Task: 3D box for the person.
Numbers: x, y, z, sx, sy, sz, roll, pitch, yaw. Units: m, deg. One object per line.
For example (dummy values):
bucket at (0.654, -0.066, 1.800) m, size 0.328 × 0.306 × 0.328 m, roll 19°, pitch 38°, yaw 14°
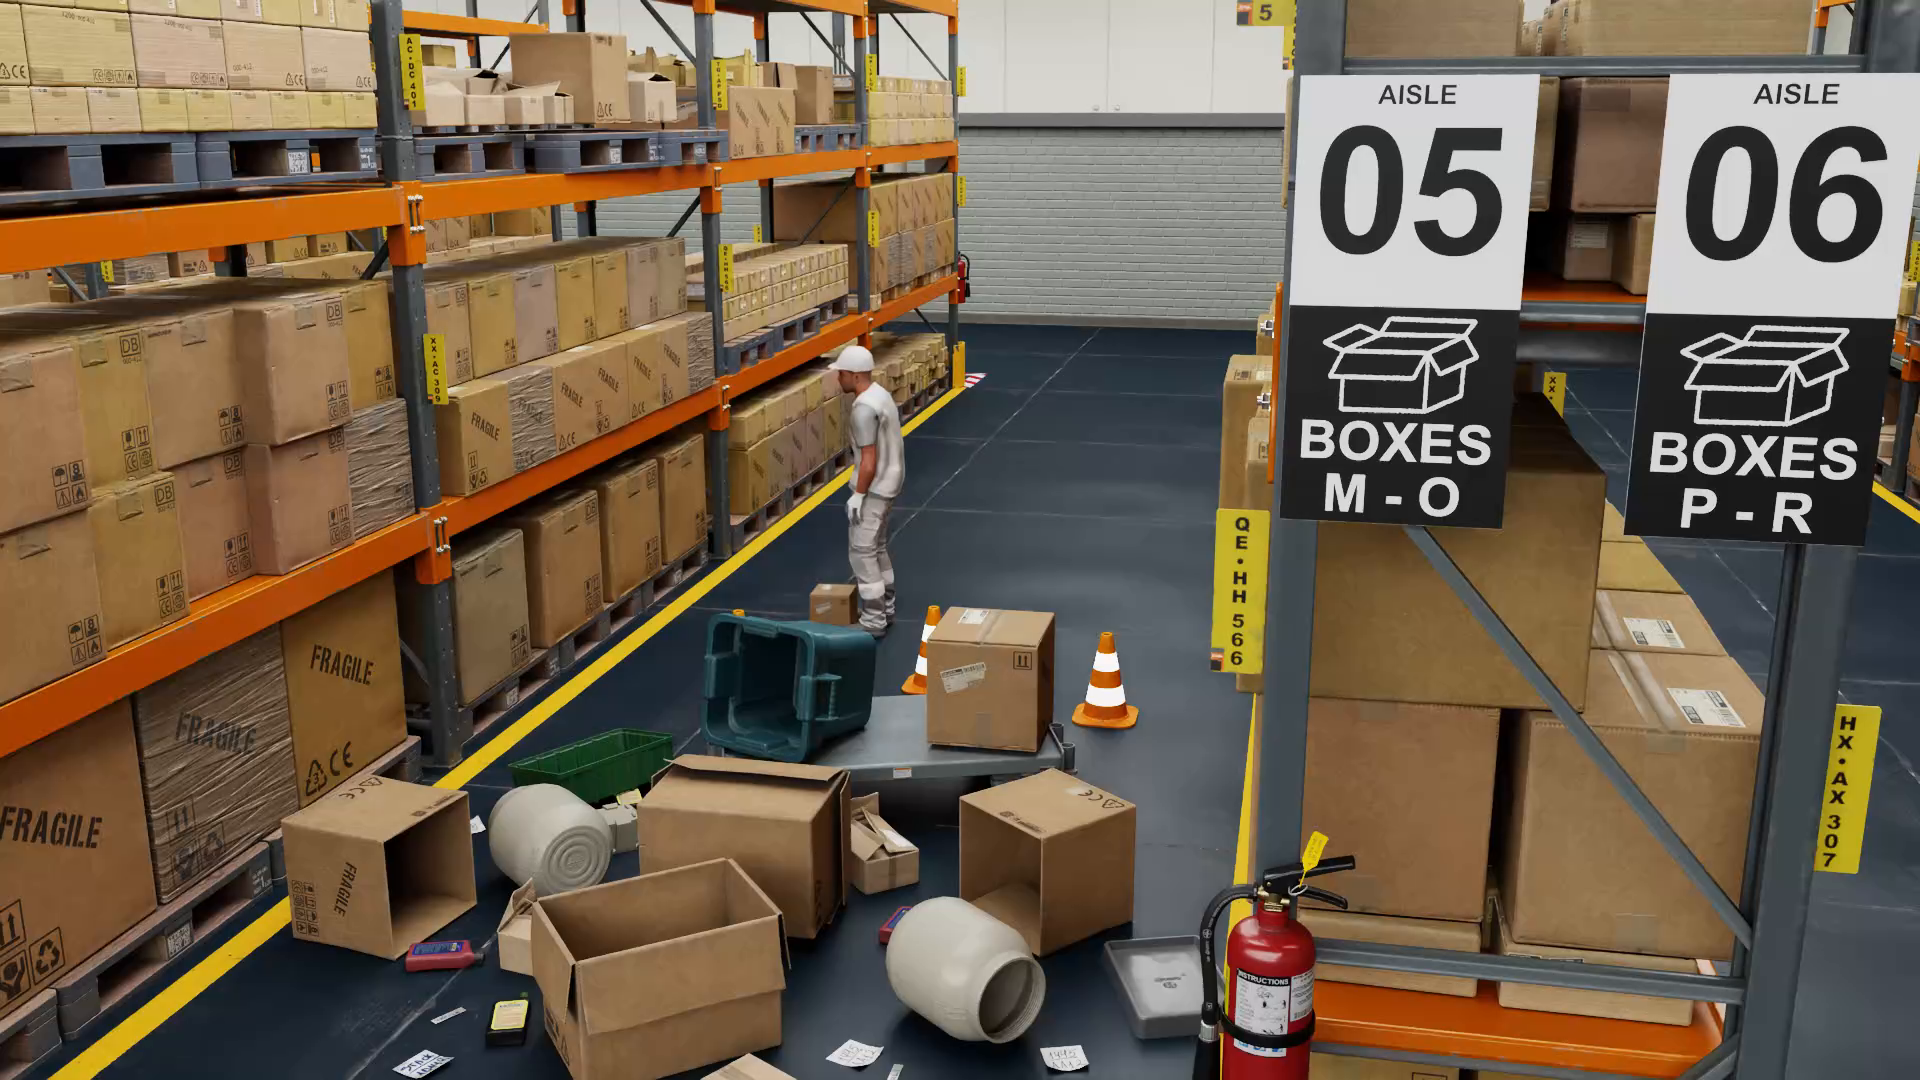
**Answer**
person at (-0.564, -0.298, 10.134) m, size 0.449 × 1.778 × 0.595 m, roll 2°, pitch 15°, yaw 9°
